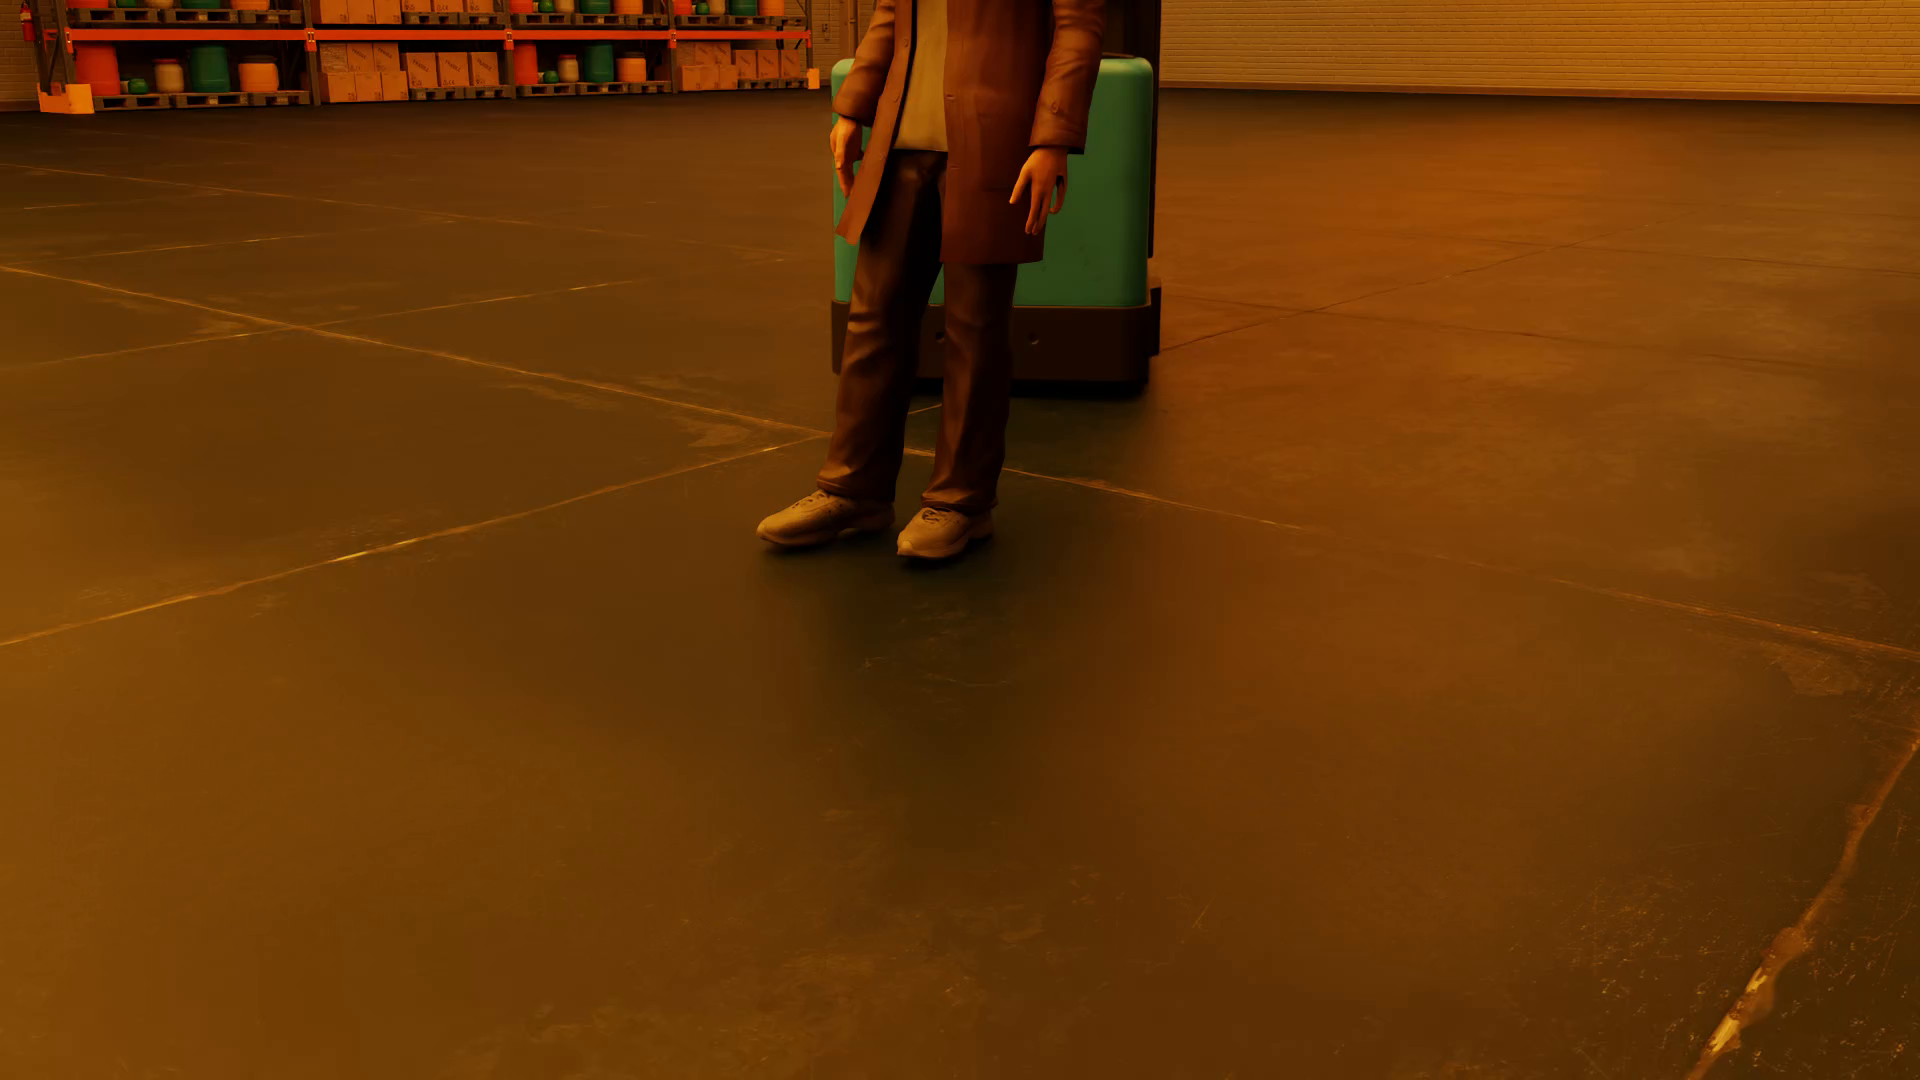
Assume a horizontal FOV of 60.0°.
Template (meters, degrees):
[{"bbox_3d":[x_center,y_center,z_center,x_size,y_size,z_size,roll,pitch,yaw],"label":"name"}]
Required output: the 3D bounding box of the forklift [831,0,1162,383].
[{"bbox_3d":[0.241,-2.294,6.453,1.130,2.935,3.031,2,17,6],"label":"forklift"}]

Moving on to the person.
[{"bbox_3d":[-0.062,-0.837,3.616,0.696,1.777,0.579,13,21,37],"label":"person"}]
